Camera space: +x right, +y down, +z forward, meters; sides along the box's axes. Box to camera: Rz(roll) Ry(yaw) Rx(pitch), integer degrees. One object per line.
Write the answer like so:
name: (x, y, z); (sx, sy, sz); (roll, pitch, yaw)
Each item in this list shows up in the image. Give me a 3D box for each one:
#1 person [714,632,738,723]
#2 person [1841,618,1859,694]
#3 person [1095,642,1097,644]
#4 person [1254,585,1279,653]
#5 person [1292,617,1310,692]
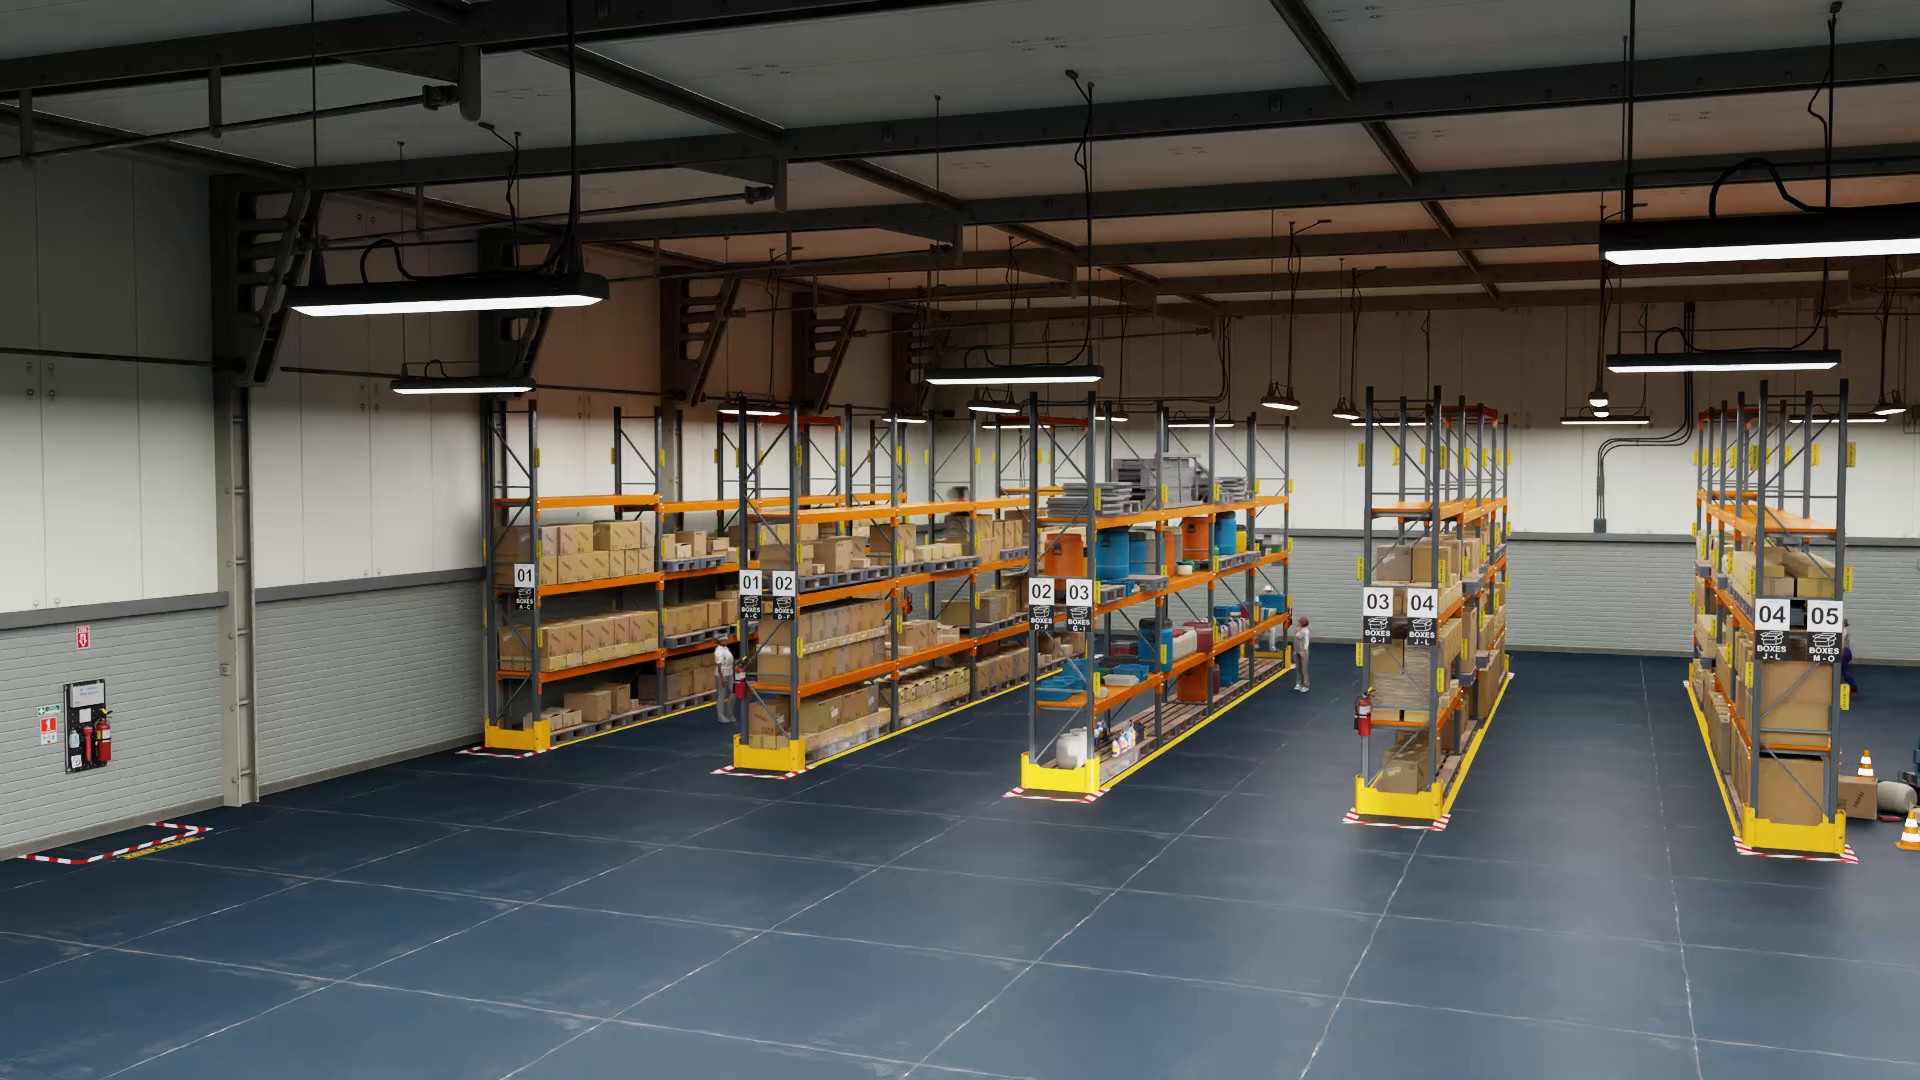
person: (-4.469, 2.628, 31.564); (0.383, 1.748, 0.472); (2, 3, 31)
person: (18.637, 2.448, 35.257); (0.558, 1.588, 0.960); (-2, 3, -32)
person: (3.377, 1.992, 44.849); (0.601, 1.684, 0.431); (-1, 3, -19)
person: (7.940, 2.037, 42.878); (0.672, 1.729, 1.036); (-1, 3, -12)
person: (7.353, 2.450, 35.746); (0.383, 1.612, 0.427); (-2, 4, -37)
